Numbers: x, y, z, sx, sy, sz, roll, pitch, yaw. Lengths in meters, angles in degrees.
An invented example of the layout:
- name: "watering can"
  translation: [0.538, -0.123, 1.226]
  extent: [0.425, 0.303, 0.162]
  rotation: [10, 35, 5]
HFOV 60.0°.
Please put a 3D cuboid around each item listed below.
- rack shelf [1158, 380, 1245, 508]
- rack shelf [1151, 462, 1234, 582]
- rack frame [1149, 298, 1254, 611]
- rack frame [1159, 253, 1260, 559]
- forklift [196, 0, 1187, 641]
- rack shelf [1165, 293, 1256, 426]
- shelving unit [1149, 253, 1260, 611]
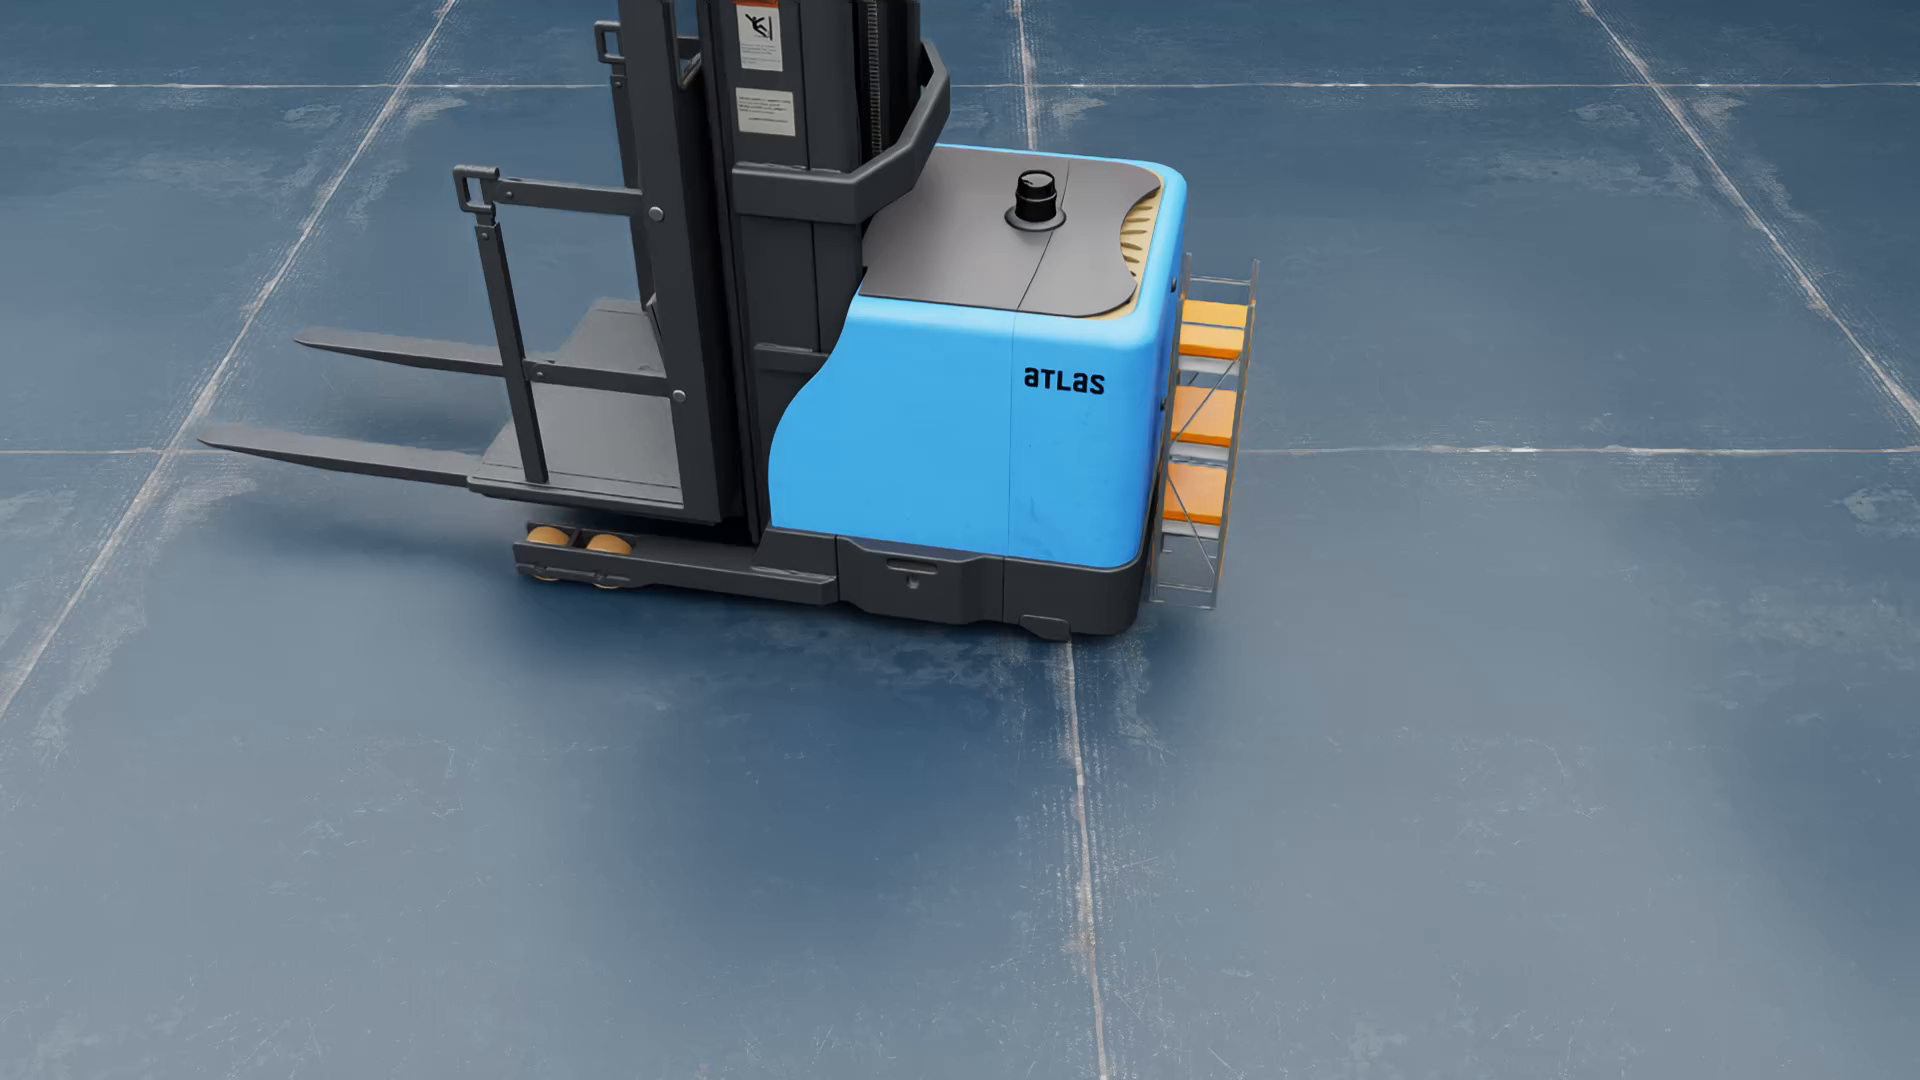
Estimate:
- name: "rack shelf"
  translation: [0.692, -0.279, 4.775]
  extent: [0.215, 0.259, 0.240]
  rotation: [7, 39, 9]
- name: "rack shelf"
  translation: [0.692, -0.062, 4.949]
  extent: [0.215, 0.259, 0.240]
  rotation: [7, 39, 9]
- name: "rack frame"
  translation: [0.668, -0.212, 4.675]
  extent: [0.200, 1.050, 0.008]
  rotation: [7, 39, 9]
- name: "rack frame"
  translation: [0.717, -0.362, 4.862]
  extent: [0.200, 1.050, 0.008]
  rotation: [7, 39, 9]
- name: "forklift"
  translation: [-0.886, -1.310, 4.541]
  extent: [3.031, 2.935, 1.130]
  rotation: [7, 39, 9]
- name: "rack shelf"
  translation: [0.693, -0.500, 4.598]
  extent: [0.215, 0.259, 0.240]
  rotation: [7, 39, 9]
- name: "shelving unit"
  translation: [0.692, -0.287, 4.769]
  extent: [0.215, 1.050, 0.252]
  rotation: [7, 39, 9]
